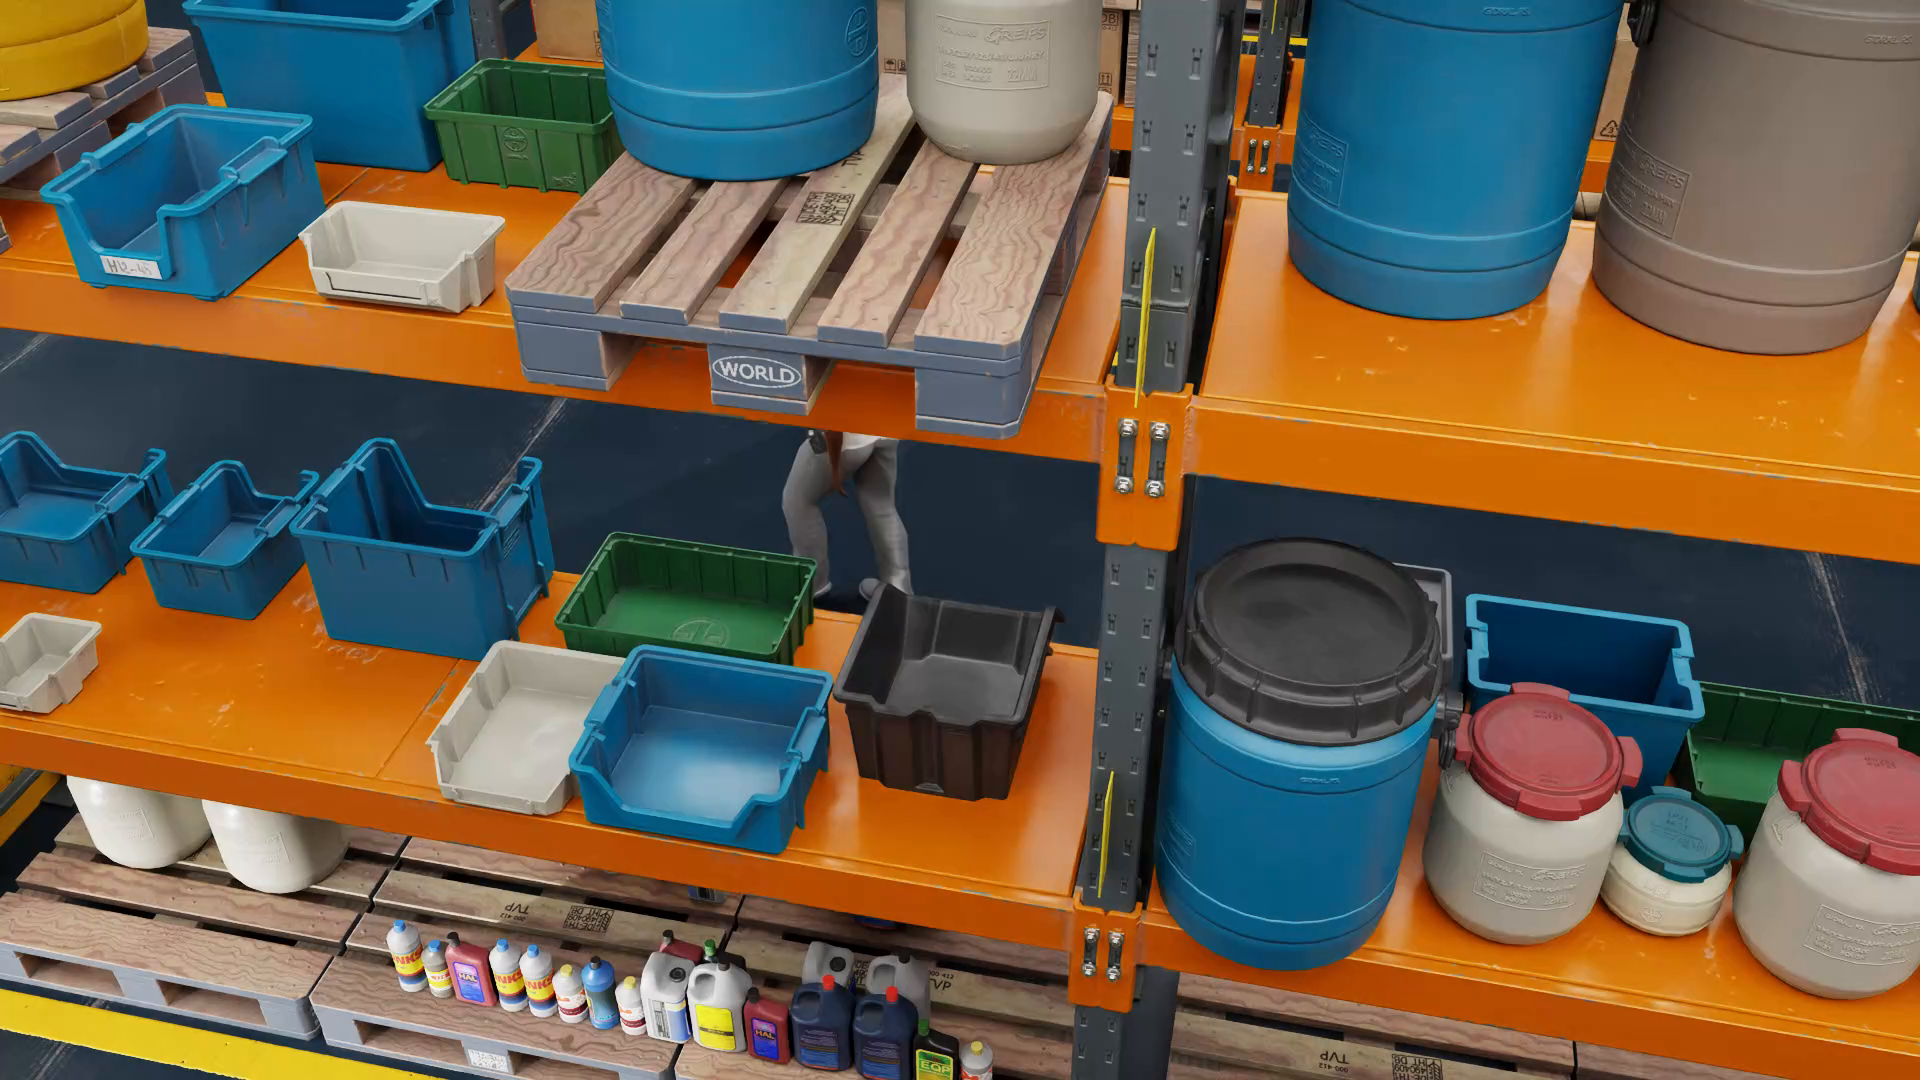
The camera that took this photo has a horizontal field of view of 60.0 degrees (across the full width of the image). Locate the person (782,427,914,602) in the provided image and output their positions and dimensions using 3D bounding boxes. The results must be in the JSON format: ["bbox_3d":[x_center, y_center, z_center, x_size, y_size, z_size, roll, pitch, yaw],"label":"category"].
[{"bbox_3d":[-0.455,-0.405,6.695,0.589,1.748,0.456,25,43,29],"label":"person"}]
